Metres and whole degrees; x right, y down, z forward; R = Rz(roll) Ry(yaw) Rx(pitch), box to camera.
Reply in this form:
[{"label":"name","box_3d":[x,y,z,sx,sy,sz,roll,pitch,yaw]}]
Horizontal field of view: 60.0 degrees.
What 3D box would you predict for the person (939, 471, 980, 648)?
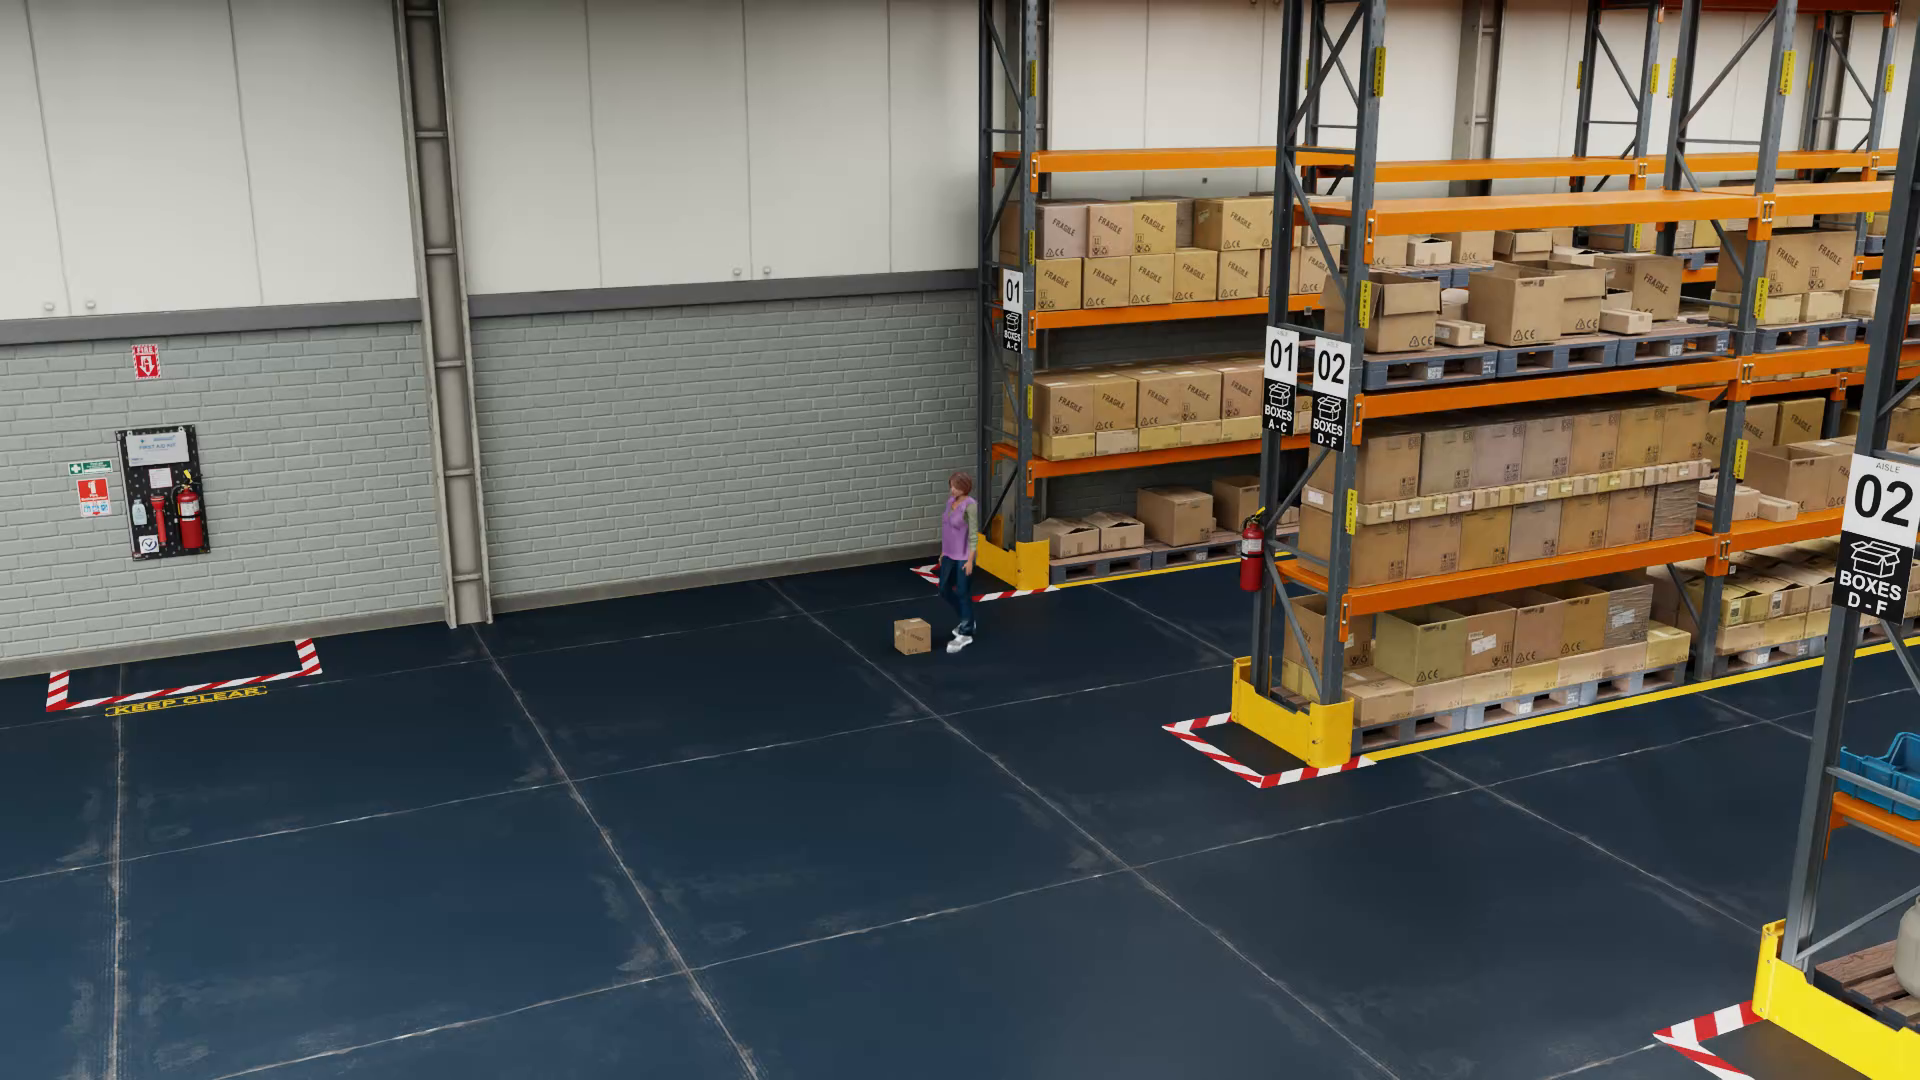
[{"label":"person","box_3d":[0.010,0.163,15.107,0.412,1.609,0.429,-10,18,-32]}]
